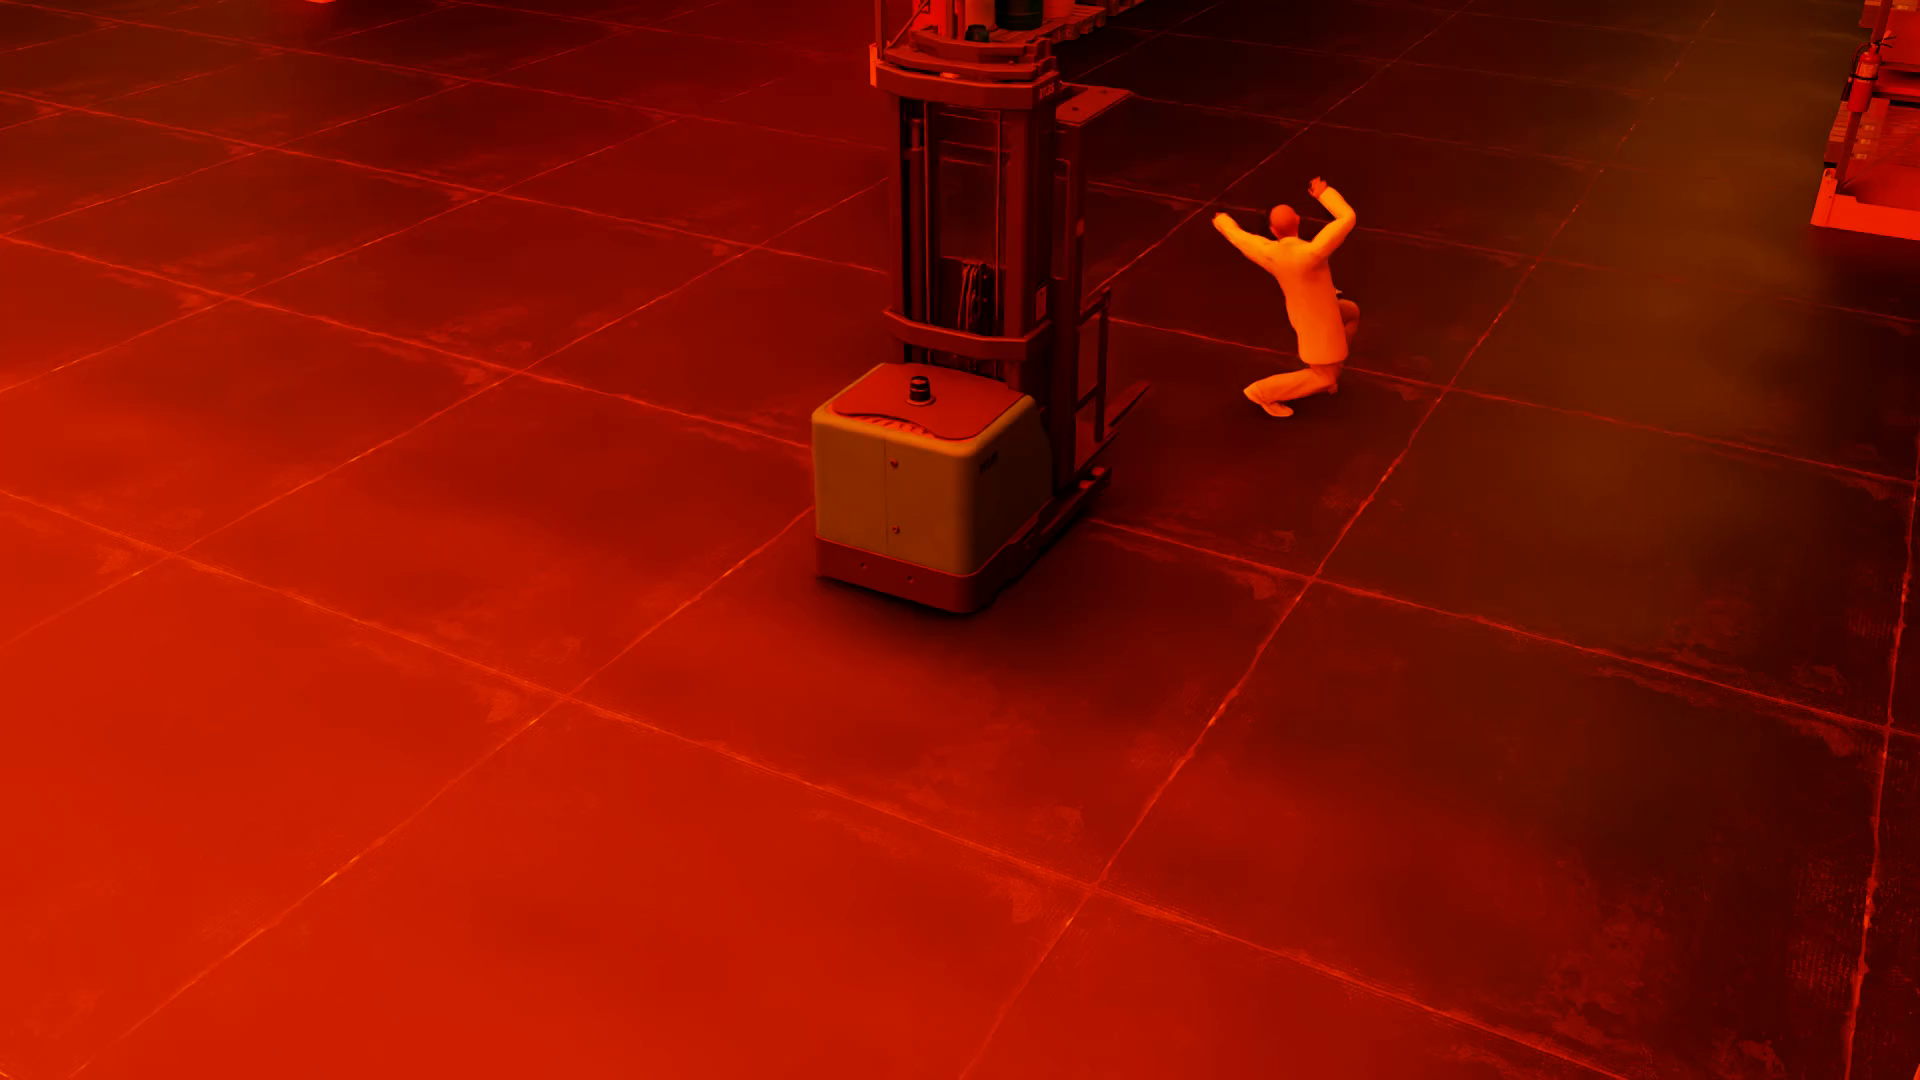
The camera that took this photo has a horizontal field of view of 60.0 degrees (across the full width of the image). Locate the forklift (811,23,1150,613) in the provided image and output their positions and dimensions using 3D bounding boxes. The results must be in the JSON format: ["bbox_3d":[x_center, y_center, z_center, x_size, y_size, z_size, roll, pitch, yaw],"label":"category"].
[{"bbox_3d":[0.302,-1.574,9.798,1.130,2.935,3.031,15,33,24],"label":"forklift"}]

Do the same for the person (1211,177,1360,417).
[{"bbox_3d":[2.310,-1.739,11.478,0.903,1.620,1.165,-11,32,-18],"label":"person"}]
